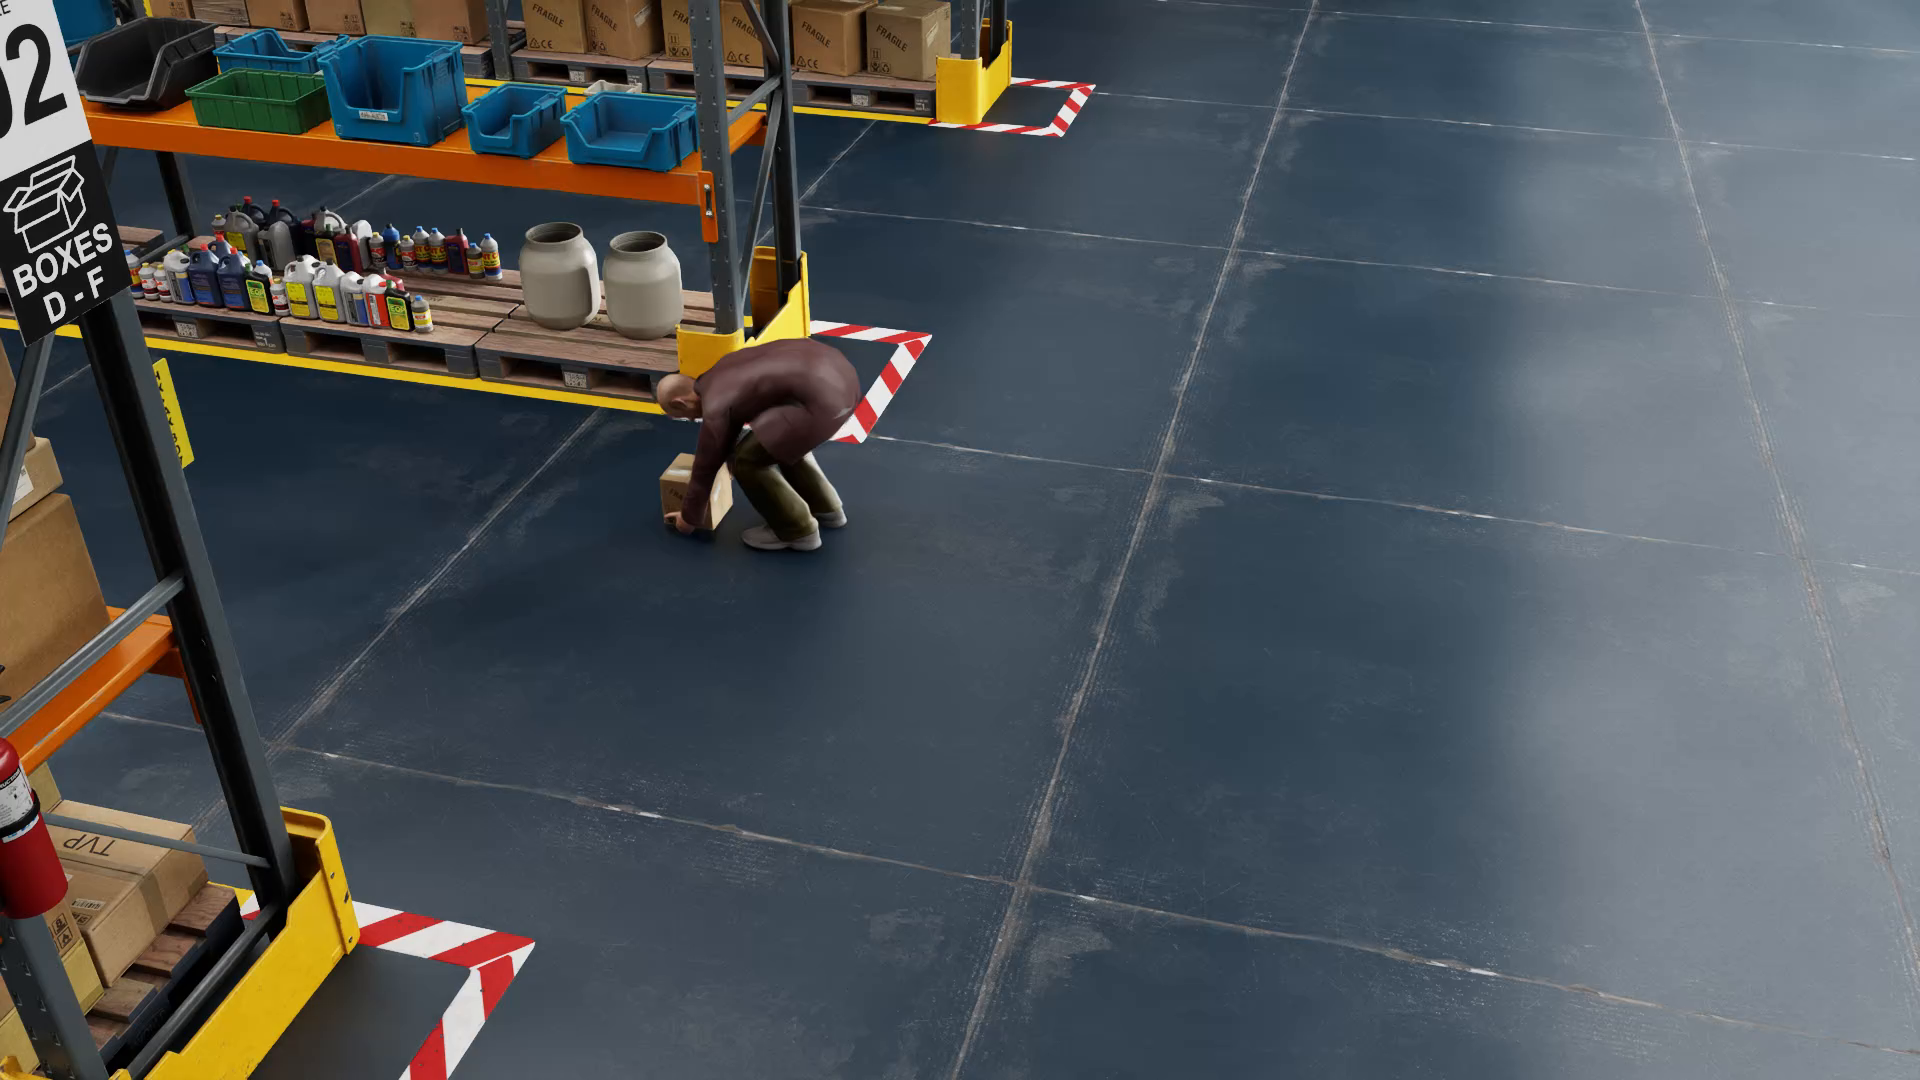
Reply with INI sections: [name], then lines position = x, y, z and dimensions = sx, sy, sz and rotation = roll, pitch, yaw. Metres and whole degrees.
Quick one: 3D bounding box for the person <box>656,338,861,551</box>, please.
[person]
position = -0.912, -0.463, 7.621
dimensions = 0.942, 0.981, 0.585
rotation = 6, 33, 10
